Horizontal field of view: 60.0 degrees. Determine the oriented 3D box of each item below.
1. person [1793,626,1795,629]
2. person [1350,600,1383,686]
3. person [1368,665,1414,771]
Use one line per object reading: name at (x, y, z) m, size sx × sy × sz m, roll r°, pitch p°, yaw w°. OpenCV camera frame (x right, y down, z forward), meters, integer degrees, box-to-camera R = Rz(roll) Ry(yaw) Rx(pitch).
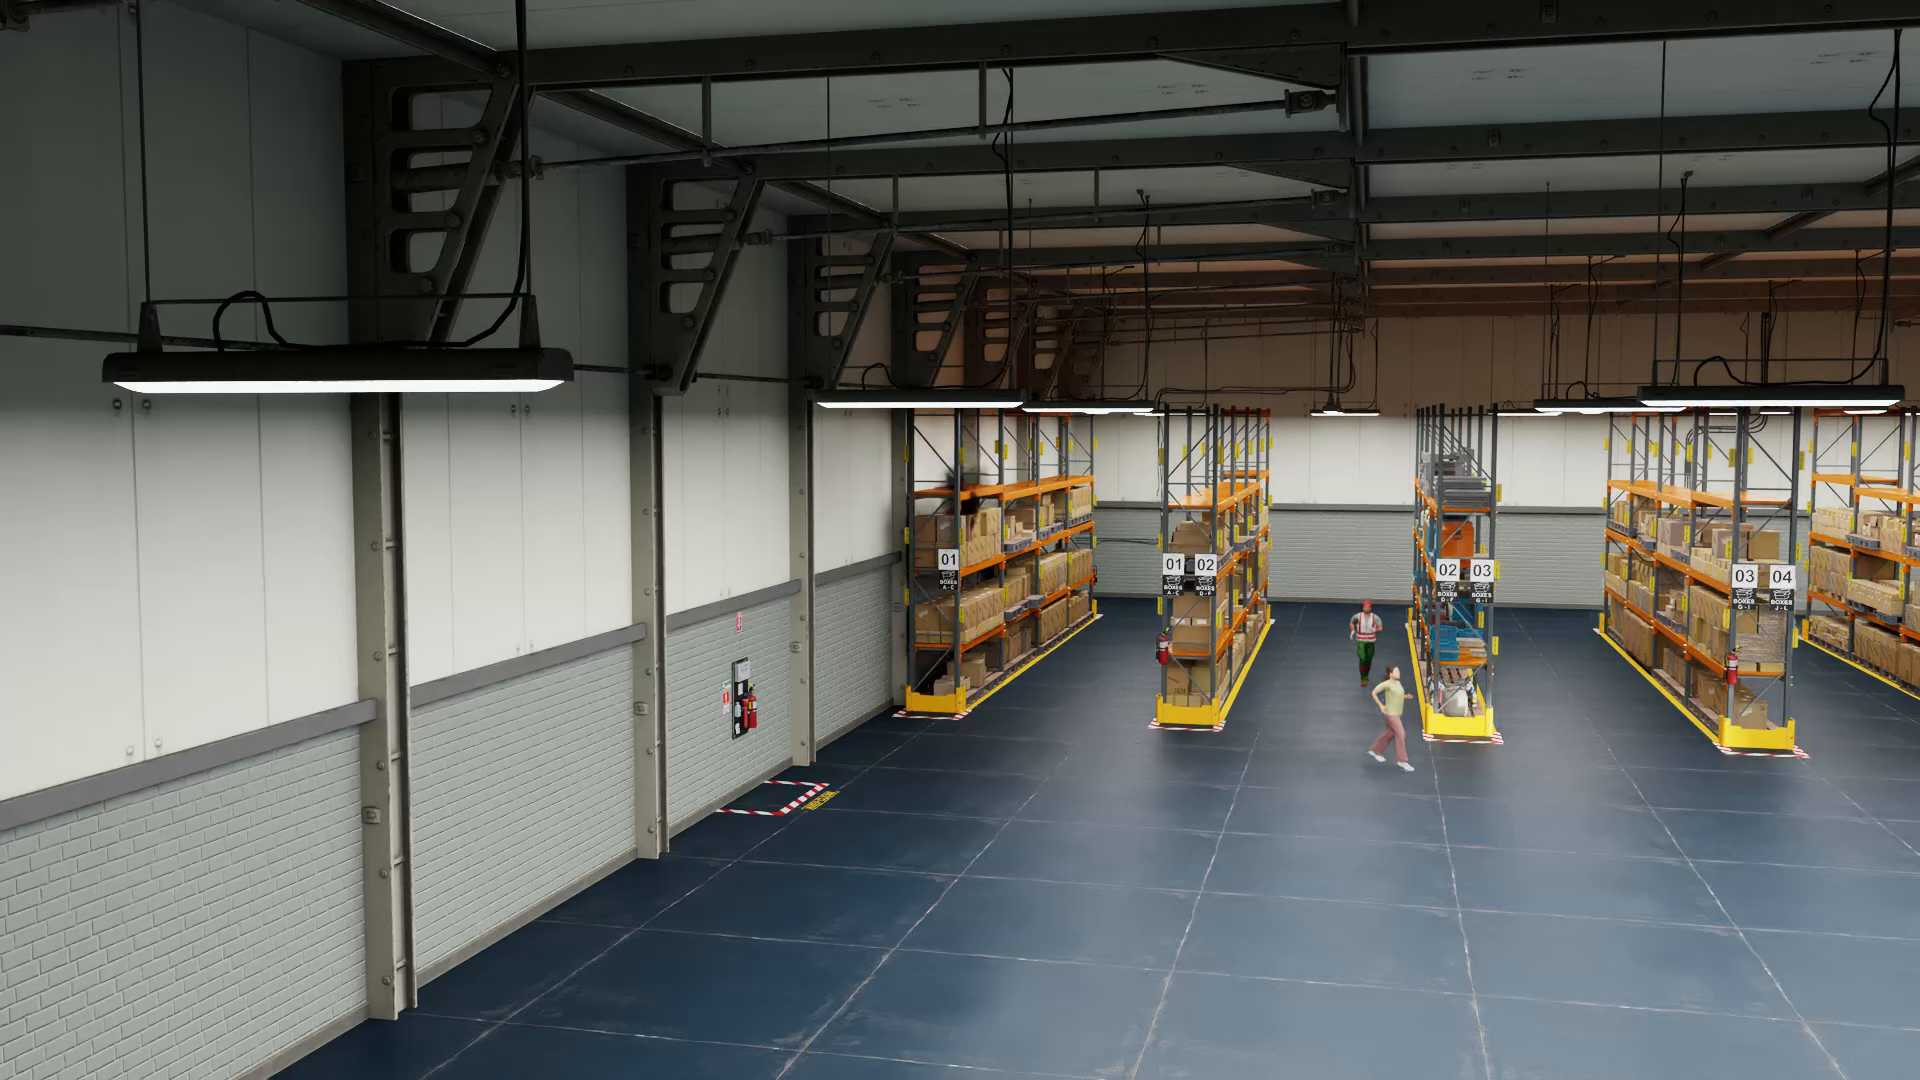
person at (21.748, 1.634, 44.178) m, size 0.826 × 1.817 × 0.676 m, roll 0°, pitch 4°, yaw 4°
person at (8.740, 2.191, 35.760) m, size 0.667 × 1.795 × 0.887 m, roll 0°, pitch 4°, yaw 6°
person at (7.091, 2.884, 27.266) m, size 0.878 × 1.698 × 0.561 m, roll 4°, pitch 6°, yaw 41°
